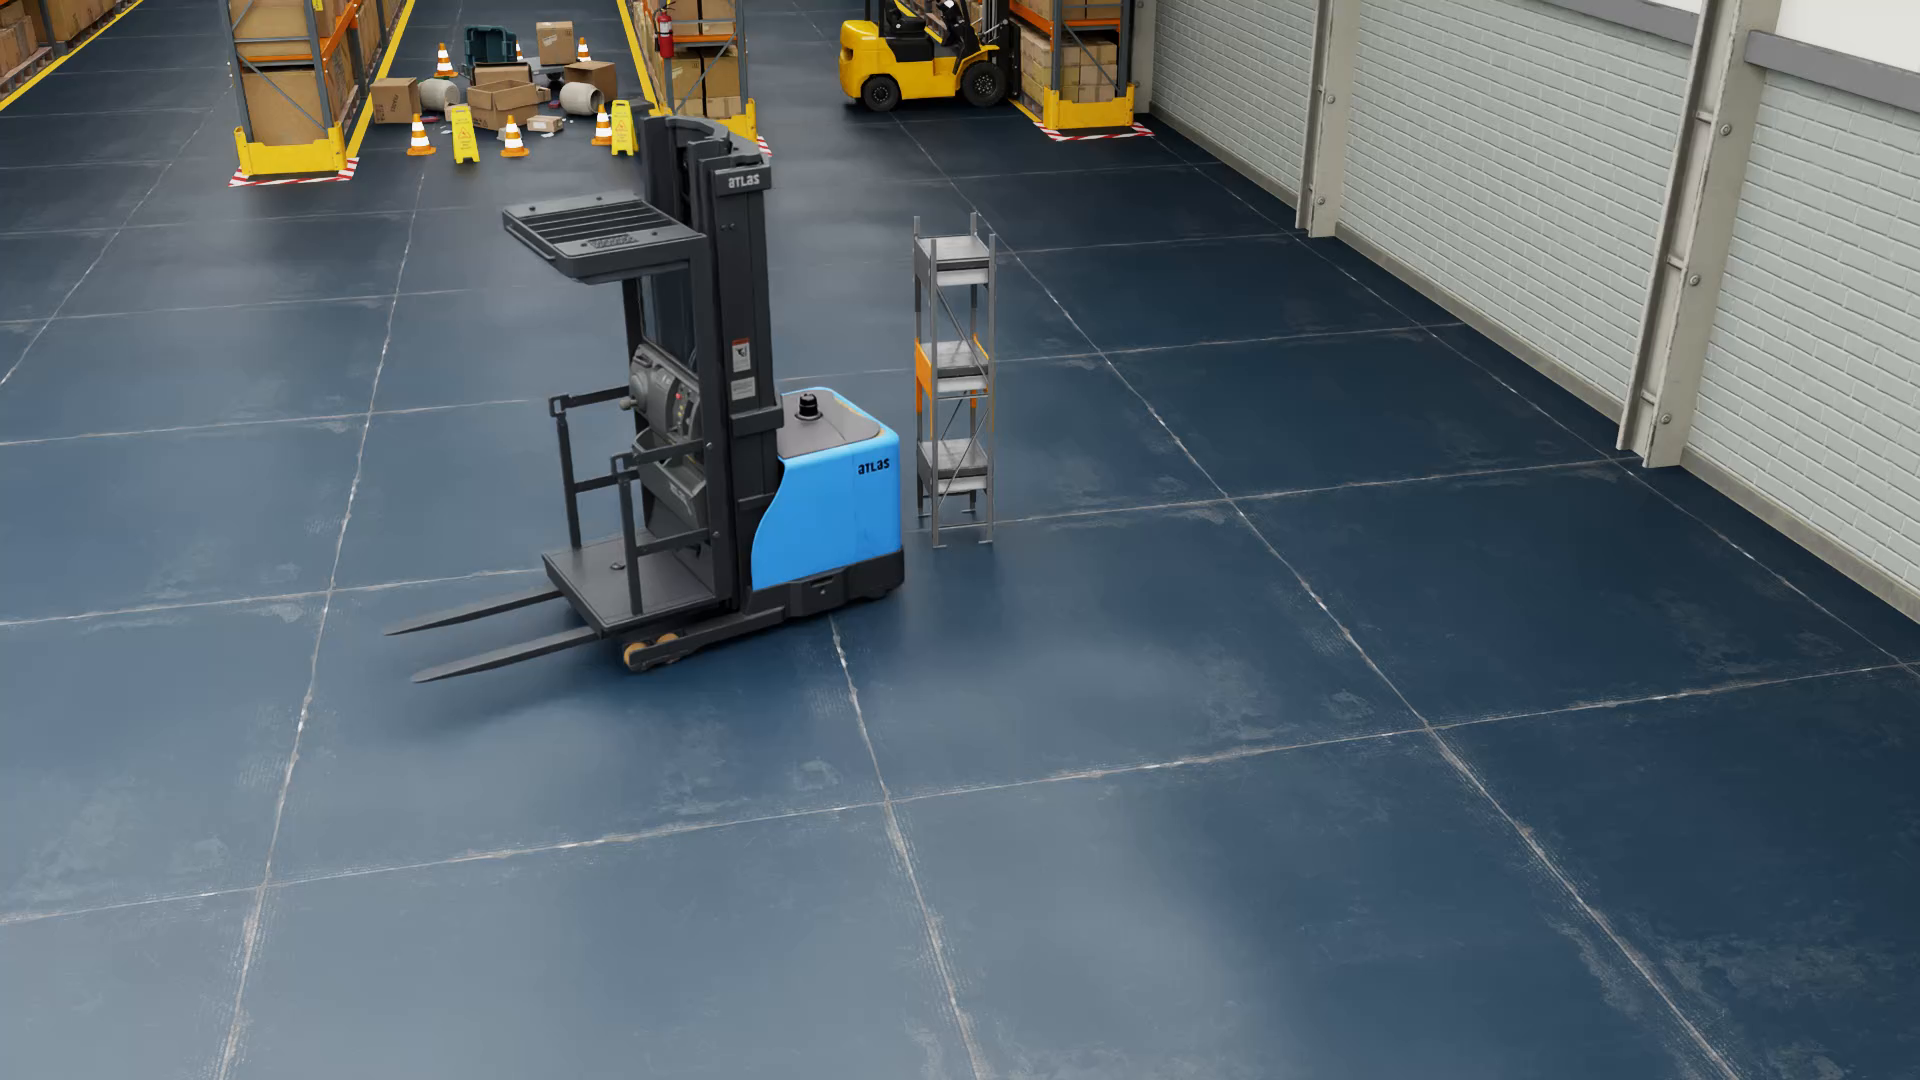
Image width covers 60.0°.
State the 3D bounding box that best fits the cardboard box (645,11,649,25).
[{"bbox_3d":[-4.210,-7.324,23.311,0.380,0.149,0.250,-6,27,-11],"label":"cardboard box"}]

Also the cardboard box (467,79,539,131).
[{"bbox_3d":[-6.011,-5.730,21.891,0.637,0.503,0.797,19,32,32],"label":"cardboard box"}]

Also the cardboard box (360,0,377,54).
[{"bbox_3d":[-9.501,-7.819,25.289,1.050,0.750,0.750,-6,27,-11],"label":"cardboard box"}]

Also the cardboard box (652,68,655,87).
[{"bbox_3d":[-4.049,-6.527,23.284,0.500,0.250,0.500,-4,27,-9],"label":"cardboard box"}]

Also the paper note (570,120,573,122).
[{"bbox_3d":[-5.168,-5.572,22.124,0.032,0.001,0.123,-6,27,-12],"label":"paper note"}]

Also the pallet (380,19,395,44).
[{"bbox_3d":[-9.926,-8.394,27.493,1.003,0.211,1.213,-6,27,-12],"label":"pallet"}]

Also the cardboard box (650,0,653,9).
[{"bbox_3d":[-3.757,-7.159,21.509,0.500,0.500,0.500,-6,27,-12],"label":"cardboard box"}]

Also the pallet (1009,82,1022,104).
[{"bbox_3d":[1.202,-6.458,23.656,1.003,0.211,1.213,-6,27,-12],"label":"pallet"}]

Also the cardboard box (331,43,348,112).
[{"bbox_3d":[-8.569,-6.100,21.745,0.875,0.875,0.875,-6,27,-11],"label":"cardboard box"}]

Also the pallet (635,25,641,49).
[{"bbox_3d":[-4.777,-8.255,27.216,1.003,0.211,1.213,-6,27,-12],"label":"pallet"}]

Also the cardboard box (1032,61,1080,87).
[{"bbox_3d":[1.272,-6.201,22.085,0.500,0.250,0.500,-6,27,-12],"label":"cardboard box"}]

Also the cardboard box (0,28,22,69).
[{"bbox_3d":[-14.164,-7.134,24.188,0.700,0.500,0.500,-4,27,-7],"label":"cardboard box"}]

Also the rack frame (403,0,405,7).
[{"bbox_3d":[-10.653,-11.052,29.663,1.000,3.000,0.127,-6,27,-12],"label":"rack frame"}]

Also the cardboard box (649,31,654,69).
[{"bbox_3d":[-4.048,-6.861,23.114,0.500,0.500,0.500,-5,27,-10],"label":"cardboard box"}]

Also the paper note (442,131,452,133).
[{"bbox_3d":[-6.638,-5.300,21.565,0.144,0.017,0.142,3,27,6],"label":"paper note"}]

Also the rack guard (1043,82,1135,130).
[{"bbox_3d":[1.692,-5.710,21.854,1.175,0.500,0.348,-6,27,-12],"label":"rack guard"}]

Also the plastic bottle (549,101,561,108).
[{"bbox_3d":[-5.586,-6.018,22.951,0.133,0.061,0.283,-1,27,-3],"label":"plastic bottle"}]

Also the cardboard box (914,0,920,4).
[{"bbox_3d":[-0.524,-9.804,29.500,0.500,0.500,0.500,-6,27,-12],"label":"cardboard box"}]

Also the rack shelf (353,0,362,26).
[{"bbox_3d":[-9.301,-8.096,24.607,1.077,0.370,4.000,-6,27,-12],"label":"rack shelf"}]

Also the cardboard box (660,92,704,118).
[{"bbox_3d":[-3.598,-5.629,21.505,0.500,0.250,0.500,-6,27,-12],"label":"cardboard box"}]

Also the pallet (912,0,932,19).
[{"bbox_3d":[-0.248,-9.435,29.555,1.003,0.211,1.213,-6,27,-12],"label":"pallet"}]

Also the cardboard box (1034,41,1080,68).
[{"bbox_3d":[1.279,-6.413,21.949,0.500,0.250,0.500,-5,27,-10],"label":"cardboard box"}]

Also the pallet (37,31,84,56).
[{"bbox_3d":[-14.711,-7.945,26.604,1.003,0.211,1.213,-6,27,-12],"label":"pallet"}]

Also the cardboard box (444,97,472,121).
[{"bbox_3d":[-6.668,-5.751,22.197,0.396,0.266,0.258,-1,27,-3],"label":"cardboard box"}]

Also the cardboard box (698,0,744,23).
[{"bbox_3d":[-2.985,-6.744,20.688,0.500,0.500,0.500,-6,27,-12],"label":"cardboard box"}]

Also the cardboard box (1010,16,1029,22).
[{"bbox_3d":[0.817,-7.312,23.729,0.500,0.250,0.500,-5,27,-10],"label":"cardboard box"}]

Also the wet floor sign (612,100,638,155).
[{"bbox_3d":[-4.148,-5.088,20.460,0.267,0.644,0.232,3,27,6],"label":"wet floor sign"}]

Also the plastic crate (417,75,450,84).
[{"bbox_3d":[-7.534,-6.367,23.438,0.450,0.188,0.662,-2,25,20],"label":"plastic crate"}]

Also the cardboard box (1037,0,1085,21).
[{"bbox_3d":[1.320,-7.070,21.664,0.500,0.500,0.500,-7,28,-13],"label":"cardboard box"}]

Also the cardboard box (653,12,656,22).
[{"bbox_3d":[-3.731,-6.686,21.292,0.380,0.149,0.250,-5,27,-11],"label":"cardboard box"}]

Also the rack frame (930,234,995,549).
[{"bbox_3d":[0.018,-0.903,10.555,0.400,2.100,0.015,-6,27,-12],"label":"rack frame"}]

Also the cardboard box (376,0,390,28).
[{"bbox_3d":[-9.662,-8.704,27.319,0.500,0.500,0.500,-7,28,-14],"label":"cardboard box"}]

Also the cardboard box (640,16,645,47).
[{"bbox_3d":[-4.494,-7.951,25.971,0.950,0.372,0.625,-5,27,-10],"label":"cardboard box"}]

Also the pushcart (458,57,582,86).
[{"bbox_3d":[-6.260,-6.663,23.878,1.648,0.377,0.936,-16,31,-29],"label":"pushcart"}]

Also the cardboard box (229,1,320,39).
[{"bbox_3d":[-8.221,-6.248,19.980,0.875,0.550,0.550,-6,27,-12],"label":"cardboard box"}]

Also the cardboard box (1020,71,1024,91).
[{"bbox_3d":[1.066,-6.410,23.053,0.500,0.250,0.500,-6,27,-11],"label":"cardboard box"}]

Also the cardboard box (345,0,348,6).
[{"bbox_3d":[-8.755,-7.446,22.353,0.875,0.550,0.550,-6,27,-12],"label":"cardboard box"}]

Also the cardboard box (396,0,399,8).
[{"bbox_3d":[-10.125,-9.599,29.093,0.500,0.500,0.500,-7,28,-13],"label":"cardboard box"}]

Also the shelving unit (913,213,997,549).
[{"bbox_3d":[-0.037,-1.010,10.767,0.431,2.100,0.503,-6,27,-12],"label":"shelving unit"}]

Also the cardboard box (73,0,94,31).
[{"bbox_3d":[-14.935,-8.772,27.040,1.225,0.875,0.875,-6,27,-11],"label":"cardboard box"}]

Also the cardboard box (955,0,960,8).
[{"bbox_3d":[0.318,-8.619,27.013,0.875,0.625,0.625,-7,28,-14],"label":"cardboard box"}]

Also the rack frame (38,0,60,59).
[{"bbox_3d":[-14.606,-8.836,25.274,1.000,3.000,0.127,-6,27,-12],"label":"rack frame"}]

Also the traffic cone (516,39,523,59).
[{"bbox_3d":[-6.733,-7.382,25.209,0.336,0.463,0.334,-6,27,-12],"label":"traffic cone"}]

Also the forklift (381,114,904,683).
[{"bbox_3d":[-1.873,-0.820,9.468,3.031,2.935,1.130,-16,31,-28],"label":"forklift"}]

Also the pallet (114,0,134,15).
[{"bbox_3d":[-15.603,-9.689,30.059,1.003,0.211,1.213,-6,27,-12],"label":"pallet"}]

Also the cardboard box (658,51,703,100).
[{"bbox_3d":[-3.583,-5.951,21.310,0.500,0.500,0.500,-6,27,-11],"label":"cardboard box"}]
